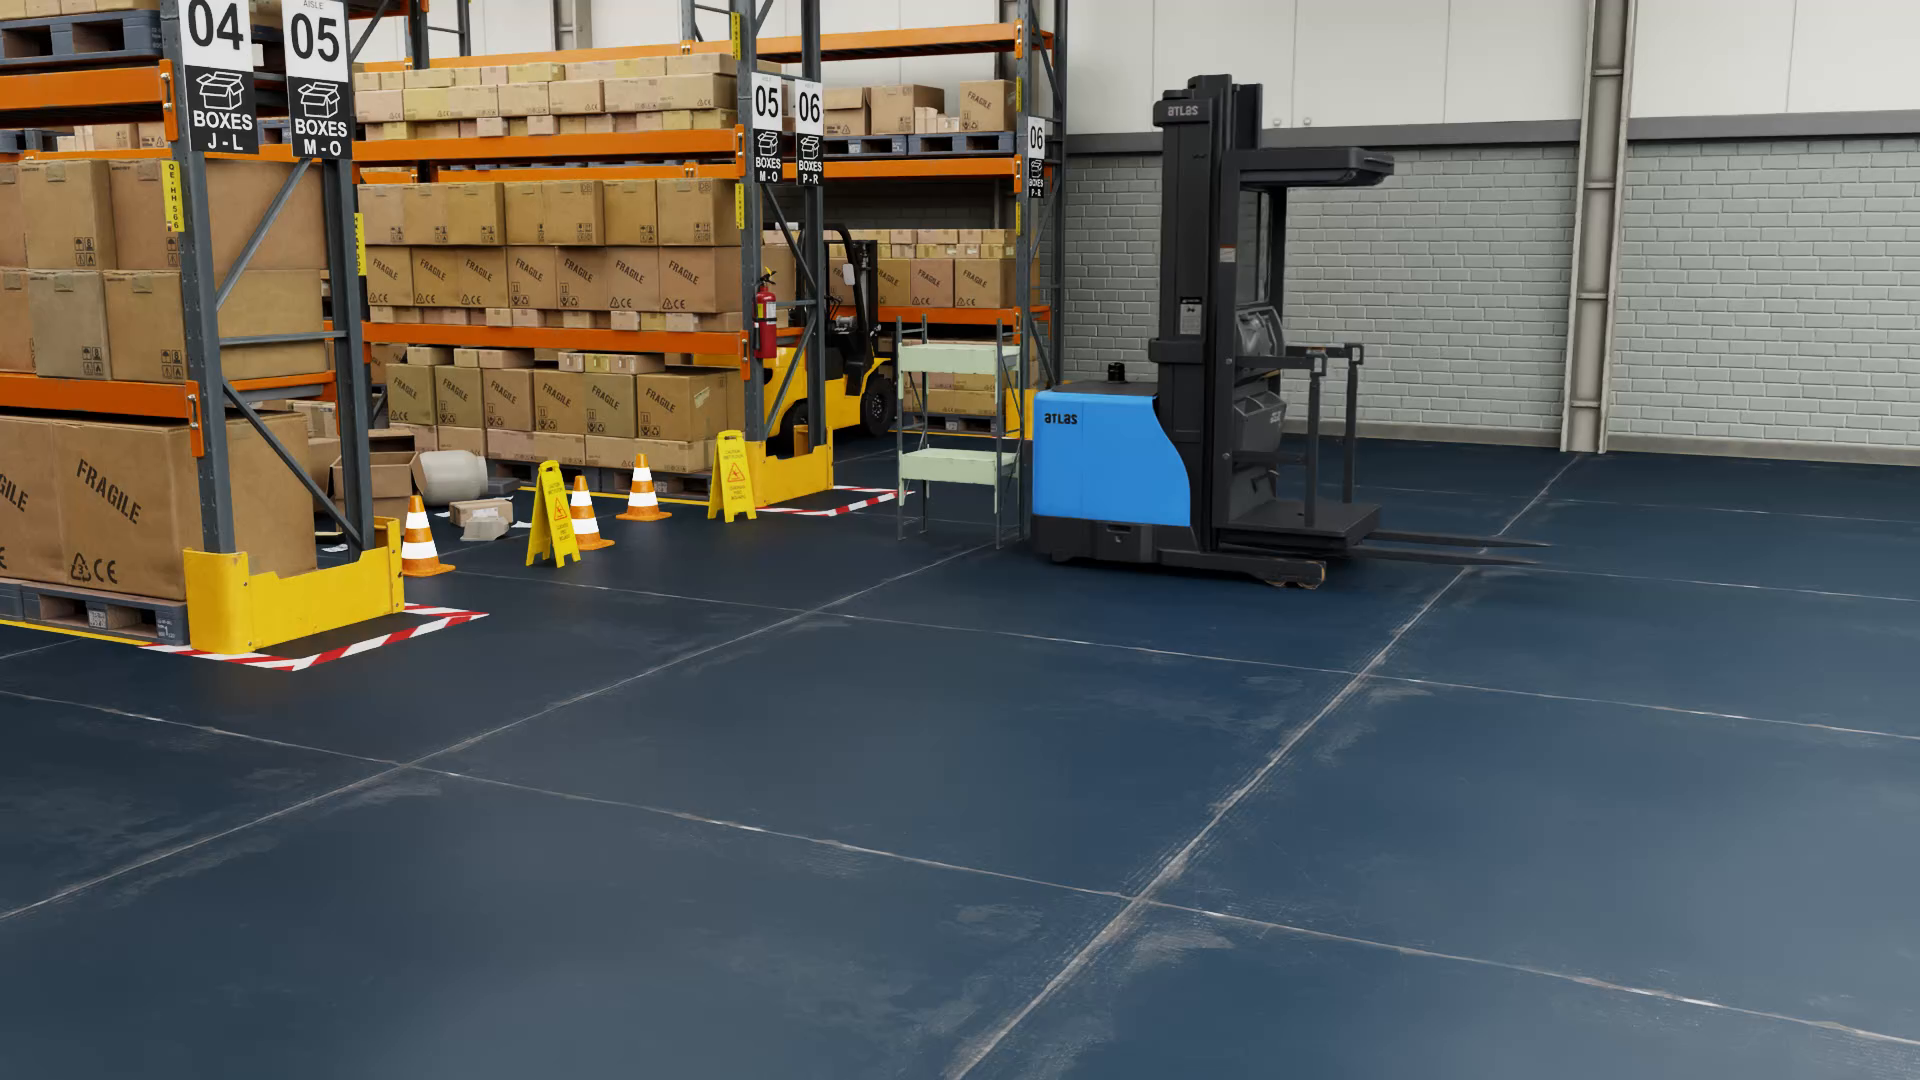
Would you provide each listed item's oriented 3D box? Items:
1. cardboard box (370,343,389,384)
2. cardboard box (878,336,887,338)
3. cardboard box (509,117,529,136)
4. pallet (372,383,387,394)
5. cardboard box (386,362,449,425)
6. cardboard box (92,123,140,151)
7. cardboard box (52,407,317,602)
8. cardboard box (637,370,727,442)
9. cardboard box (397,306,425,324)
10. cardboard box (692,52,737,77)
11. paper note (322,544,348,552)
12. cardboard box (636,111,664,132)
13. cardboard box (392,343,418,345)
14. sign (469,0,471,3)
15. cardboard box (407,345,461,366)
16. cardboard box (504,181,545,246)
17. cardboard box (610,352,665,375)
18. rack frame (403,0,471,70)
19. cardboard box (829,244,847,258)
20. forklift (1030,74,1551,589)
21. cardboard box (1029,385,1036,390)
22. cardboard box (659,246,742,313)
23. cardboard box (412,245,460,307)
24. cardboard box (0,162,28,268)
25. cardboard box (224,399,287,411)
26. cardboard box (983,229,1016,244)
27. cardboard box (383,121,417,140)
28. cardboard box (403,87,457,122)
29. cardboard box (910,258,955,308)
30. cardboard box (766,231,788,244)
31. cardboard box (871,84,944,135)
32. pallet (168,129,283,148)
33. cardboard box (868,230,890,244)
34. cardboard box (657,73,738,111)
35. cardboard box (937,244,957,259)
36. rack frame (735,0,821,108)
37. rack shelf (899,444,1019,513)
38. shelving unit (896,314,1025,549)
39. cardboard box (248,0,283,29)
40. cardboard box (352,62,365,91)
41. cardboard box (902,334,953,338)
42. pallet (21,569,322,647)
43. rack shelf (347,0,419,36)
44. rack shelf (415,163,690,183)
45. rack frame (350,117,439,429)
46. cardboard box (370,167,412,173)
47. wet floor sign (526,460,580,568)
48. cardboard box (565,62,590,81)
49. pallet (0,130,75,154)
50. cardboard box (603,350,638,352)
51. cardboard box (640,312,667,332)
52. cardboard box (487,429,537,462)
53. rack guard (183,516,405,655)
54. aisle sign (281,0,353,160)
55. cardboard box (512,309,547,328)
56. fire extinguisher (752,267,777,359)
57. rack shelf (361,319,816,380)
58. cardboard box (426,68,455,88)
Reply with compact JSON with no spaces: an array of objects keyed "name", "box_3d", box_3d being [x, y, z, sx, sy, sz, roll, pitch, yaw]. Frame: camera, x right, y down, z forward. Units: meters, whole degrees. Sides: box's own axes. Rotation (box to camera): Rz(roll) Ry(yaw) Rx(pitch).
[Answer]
[{"name":"cardboard box","box_3d":[-7.256,-2.258,21.121,0.500,0.500,0.500,5,11,25]},{"name":"cardboard box","box_3d":[-1.082,-2.061,17.930,0.500,0.250,0.500,5,11,25]},{"name":"cardboard box","box_3d":[-3.387,-3.299,13.321,0.250,0.149,0.380,5,11,26]},{"name":"pallet","box_3d":[-6.990,-1.934,21.321,1.213,0.211,1.003,5,11,26]},{"name":"cardboard box","box_3d":[-4.533,-1.266,14.236,0.500,0.500,0.500,6,12,29]},{"name":"cardboard box","box_3d":[-7.684,-3.897,15.635,0.500,0.500,0.700,5,11,26]},{"name":"cardboard box","box_3d":[-4.093,-0.223,8.826,0.875,0.875,0.875,5,11,26]},{"name":"cardboard box","box_3d":[-2.190,-1.061,13.109,0.500,0.500,0.500,5,11,26]},{"name":"cardboard box","box_3d":[-4.553,-1.921,14.129,0.250,0.149,0.380,5,12,27]},{"name":"cardboard box","box_3d":[-1.790,-3.542,12.420,0.250,0.149,0.380,5,11,26]},{"name":"paper note","box_3d":[-4.073,0.052,10.864,0.144,0.017,0.142,-10,14,-43]},{"name":"cardboard box","box_3d":[-2.260,-3.194,12.738,0.250,0.149,0.380,5,12,28]},{"name":"cardboard box","box_3d":[-6.892,-2.535,20.833,0.250,0.149,0.380,4,11,23]},{"name":"sign","box_3d":[-6.095,-6.819,20.574,0.005,0.325,0.100,5,11,26]},{"name":"cardboard box","box_3d":[-4.448,-1.565,14.071,0.250,0.149,0.380,5,11,27]},{"name":"cardboard box","box_3d":[-3.250,-2.637,13.452,0.500,0.500,0.700,5,11,25]},{"name":"cardboard box","box_3d":[-2.548,-1.399,13.151,0.250,0.149,0.380,5,12,27]},{"name":"rack frame","box_3d":[-6.337,-6.193,20.180,0.127,3.000,1.000,5,11,26]},{"name":"cardboard box","box_3d":[-1.203,-3.102,17.844,0.250,0.149,0.380,5,11,25]},{"name":"forklift","box_3d":[1.997,-1.264,9.982,3.031,2.935,1.130,5,11,25]},{"name":"cardboard box","box_3d":[0.483,-1.534,17.825,0.500,0.250,0.500,5,11,26]},{"name":"cardboard box","box_3d":[-1.964,-2.012,12.807,0.500,0.500,0.500,5,11,25]},{"name":"cardboard box","box_3d":[-4.211,-2.213,13.920,0.500,0.500,0.500,5,11,26]},{"name":"cardboard box","box_3d":[-4.747,-1.754,9.045,0.550,0.550,0.875,5,11,26]},{"name":"cardboard box","box_3d":[-5.704,-0.989,13.162,0.500,0.500,0.500,5,11,26]},{"name":"cardboard box","box_3d":[0.423,-3.120,17.108,0.250,0.149,0.380,5,11,26]},{"name":"cardboard box","box_3d":[-4.563,-3.391,13.828,0.250,0.149,0.380,5,11,26]},{"name":"cardboard box","box_3d":[-4.203,-3.564,13.661,0.500,0.250,0.500,5,11,25]},{"name":"cardboard box","box_3d":[-0.181,-2.699,17.439,0.500,0.500,0.500,5,12,28]},{"name":"cardboard box","box_3d":[-1.903,-3.306,18.139,0.250,0.149,0.380,5,12,27]},{"name":"cardboard box","box_3d":[-0.542,-4.484,17.421,0.500,0.500,0.700,5,11,26]},{"name":"pallet","box_3d":[-6.381,-3.663,15.152,1.003,0.211,1.213,5,11,26]},{"name":"cardboard box","box_3d":[-0.766,-3.204,17.575,0.250,0.149,0.380,5,12,27]},{"name":"cardboard box","box_3d":[-1.934,-3.363,12.554,0.500,0.250,0.500,5,11,25]},{"name":"cardboard box","box_3d":[-0.046,-3.007,17.320,0.250,0.149,0.380,5,12,27]},{"name":"rack frame","box_3d":[-1.356,-4.769,12.315,0.127,3.000,1.000,5,11,26]},{"name":"rack shelf","box_3d":[0.006,-0.417,11.152,0.720,0.370,0.431,5,11,26]},{"name":"shelving unit","box_3d":[0.006,-0.737,11.094,0.755,1.500,0.431,5,11,26]},{"name":"cardboard box","box_3d":[-3.621,-2.705,8.578,0.250,0.149,0.380,5,11,26]},{"name":"cardboard box","box_3d":[-5.519,-4.013,14.395,0.500,0.250,0.500,5,12,27]},{"name":"cardboard box","box_3d":[-0.403,-2.104,18.167,0.500,0.250,0.500,5,11,25]},{"name":"pallet","box_3d":[-4.207,0.303,8.965,1.213,0.211,1.003,5,11,26]},{"name":"rack shelf","box_3d":[-6.736,-4.691,15.027,4.000,0.370,1.077,5,11,26]},{"name":"rack shelf","box_3d":[-4.543,-4.205,19.640,4.000,0.370,1.077,5,11,26]},{"name":"rack frame","box_3d":[-4.943,-2.133,14.591,0.127,3.000,1.000,5,11,26]},{"name":"cardboard box","box_3d":[-6.905,-4.645,20.470,0.500,0.250,0.500,5,11,24]},{"name":"wet floor sign","box_3d":[-2.553,-0.174,10.381,0.232,0.644,0.267,3,11,16]},{"name":"cardboard box","box_3d":[-2.885,-3.659,13.067,0.250,0.149,0.380,5,11,24]},{"name":"pallet","box_3d":[-9.131,-3.873,16.316,1.003,0.211,1.213,6,12,28]},{"name":"cardboard box","box_3d":[-3.915,-2.065,19.709,0.625,0.625,0.875,5,11,25]},{"name":"cardboard box","box_3d":[-2.282,-1.715,12.989,0.250,0.149,0.380,5,11,25]},{"name":"cardboard box","box_3d":[-3.573,-0.815,13.852,0.500,0.250,0.500,5,11,25]},{"name":"rack guard","box_3d":[-3.434,0.213,8.649,0.348,0.500,1.175,5,11,26]},{"name":"aisle sign","box_3d":[-3.259,-2.340,8.439,0.004,0.787,0.394,5,11,26]},{"name":"cardboard box","box_3d":[-3.421,-1.815,13.543,0.250,0.149,0.380,5,11,26]},{"name":"fire extinguisher","box_3d":[-1.457,-1.697,12.400,0.183,0.674,0.296,5,11,26]},{"name":"rack shelf","box_3d":[-3.149,-1.621,13.784,4.000,0.370,1.077,5,11,26]},{"name":"cardboard box","box_3d":[-4.102,-3.737,13.501,0.250,0.149,0.380,5,11,25]}]
